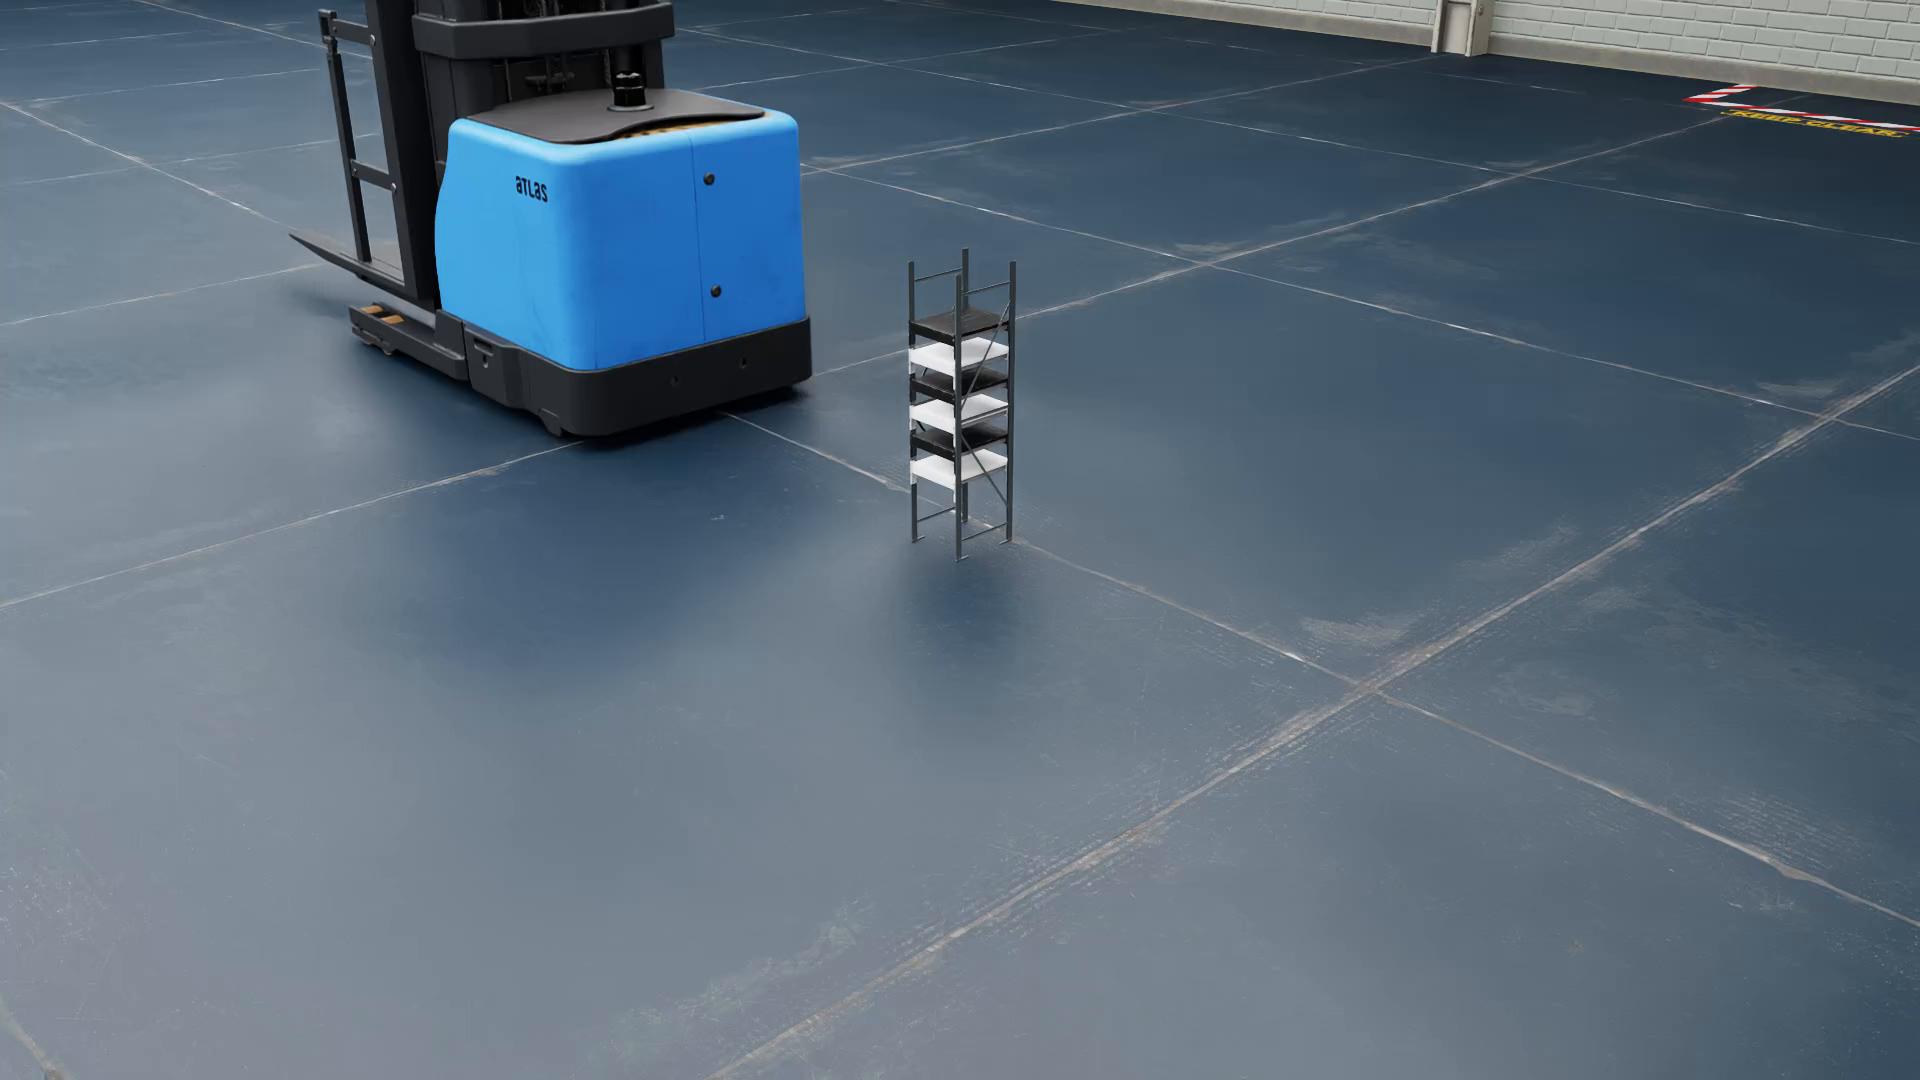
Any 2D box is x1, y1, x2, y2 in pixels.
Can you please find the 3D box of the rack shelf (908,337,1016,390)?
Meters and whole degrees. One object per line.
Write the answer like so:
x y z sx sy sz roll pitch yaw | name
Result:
0.006 -0.540 4.997 0.258 0.077 0.200 -21 32 -38 | rack shelf

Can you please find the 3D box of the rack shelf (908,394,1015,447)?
0.006 -0.377 5.072 0.258 0.077 0.200 -21 32 -38 | rack shelf

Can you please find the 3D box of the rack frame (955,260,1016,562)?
0.075 -0.376 4.990 0.240 0.900 0.006 -21 32 -38 | rack frame

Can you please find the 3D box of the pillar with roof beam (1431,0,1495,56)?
1.275 -7.186 10.159 9.100 9.000 0.400 -21 32 -38 | pillar with roof beam

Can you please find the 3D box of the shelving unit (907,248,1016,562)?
0.006 -0.407 5.058 0.258 0.900 0.210 -21 32 -38 | shelving unit

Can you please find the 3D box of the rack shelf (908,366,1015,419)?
0.006 -0.459 5.034 0.258 0.077 0.200 -21 32 -38 | rack shelf

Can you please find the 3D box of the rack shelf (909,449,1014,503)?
0.006 -0.213 5.146 0.258 0.077 0.200 -21 32 -38 | rack shelf

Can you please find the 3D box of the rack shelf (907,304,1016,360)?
0.006 -0.622 4.960 0.258 0.077 0.200 -21 32 -38 | rack shelf

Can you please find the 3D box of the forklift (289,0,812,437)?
-1.938 -2.227 6.601 1.130 2.935 3.031 -21 32 -38 | forklift

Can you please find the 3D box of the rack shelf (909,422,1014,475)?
0.006 -0.295 5.109 0.258 0.077 0.200 -21 32 -38 | rack shelf

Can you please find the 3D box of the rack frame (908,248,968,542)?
-0.064 -0.438 5.125 0.240 0.900 0.006 -21 32 -38 | rack frame
